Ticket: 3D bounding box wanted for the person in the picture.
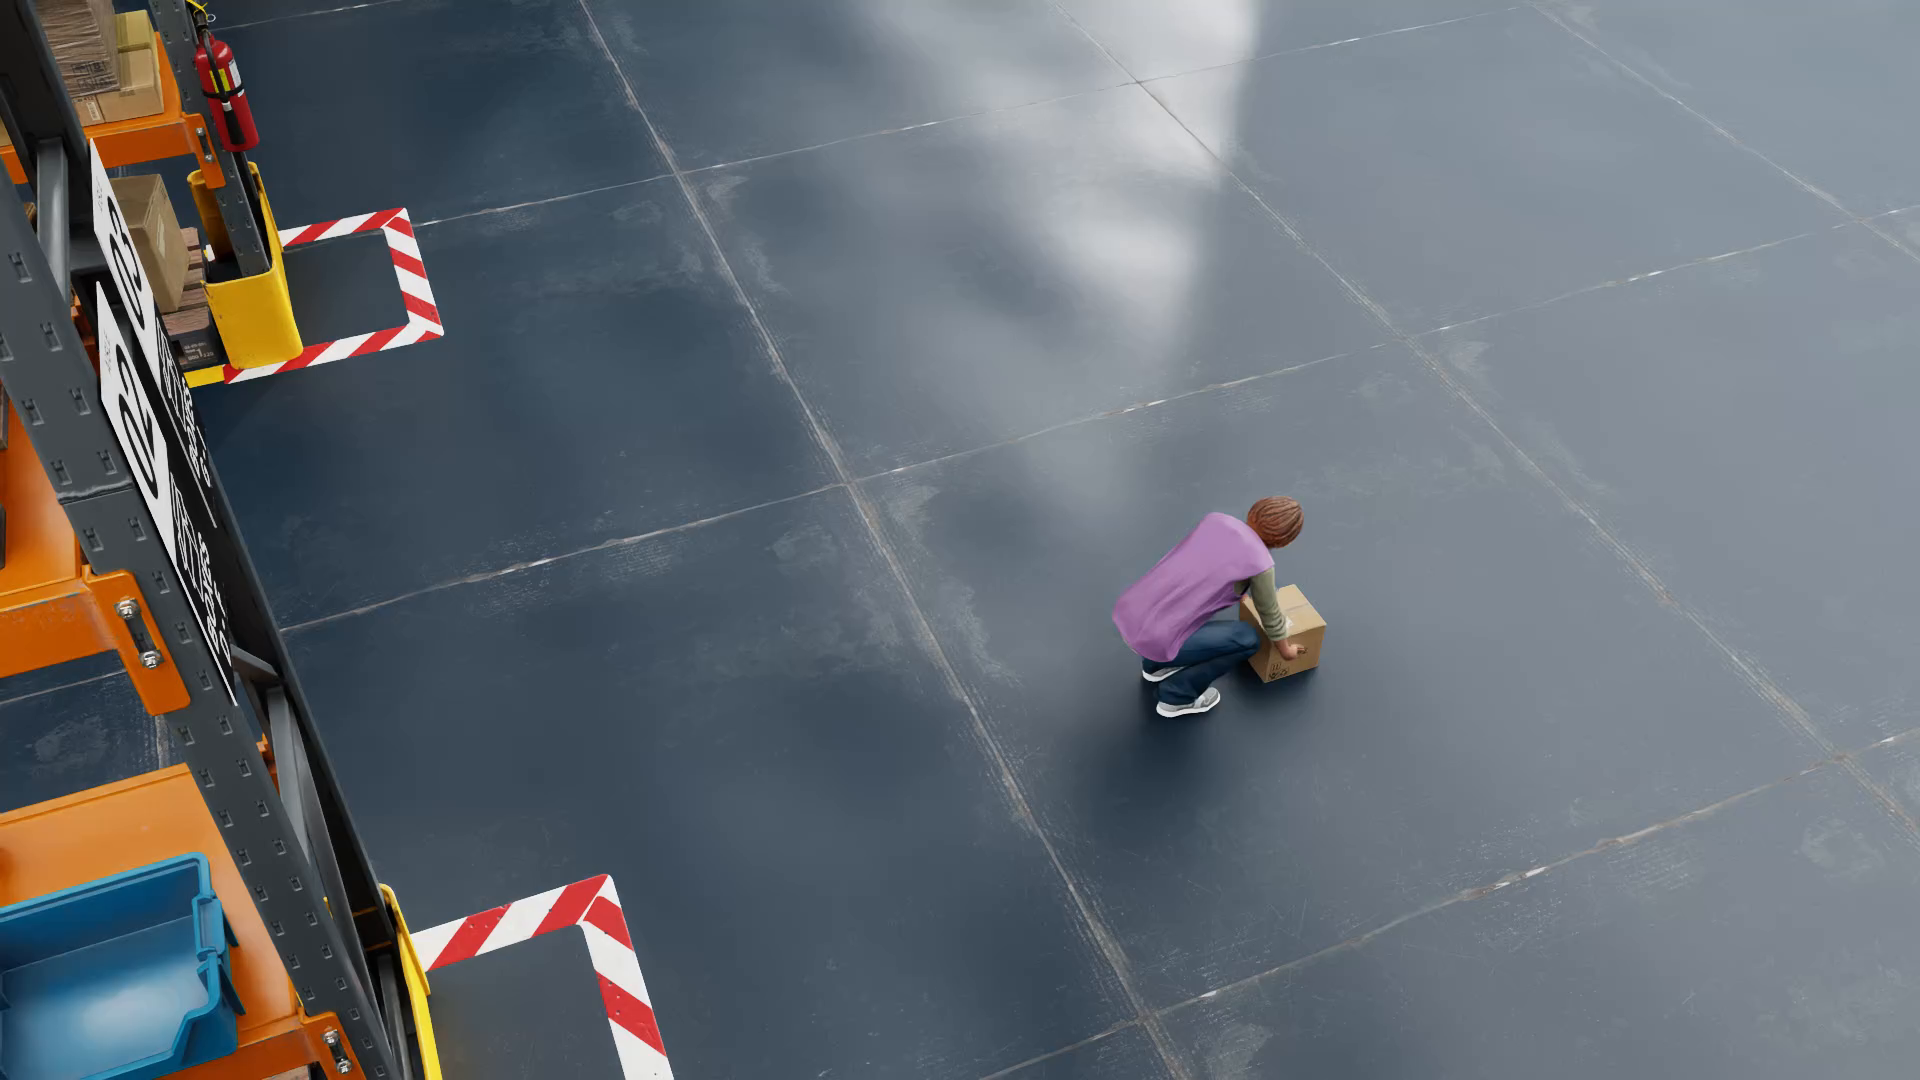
[{"bbox_3d":[0.964,0.259,6.467,0.806,0.814,0.441,-16,45,-16],"label":"person"}]
